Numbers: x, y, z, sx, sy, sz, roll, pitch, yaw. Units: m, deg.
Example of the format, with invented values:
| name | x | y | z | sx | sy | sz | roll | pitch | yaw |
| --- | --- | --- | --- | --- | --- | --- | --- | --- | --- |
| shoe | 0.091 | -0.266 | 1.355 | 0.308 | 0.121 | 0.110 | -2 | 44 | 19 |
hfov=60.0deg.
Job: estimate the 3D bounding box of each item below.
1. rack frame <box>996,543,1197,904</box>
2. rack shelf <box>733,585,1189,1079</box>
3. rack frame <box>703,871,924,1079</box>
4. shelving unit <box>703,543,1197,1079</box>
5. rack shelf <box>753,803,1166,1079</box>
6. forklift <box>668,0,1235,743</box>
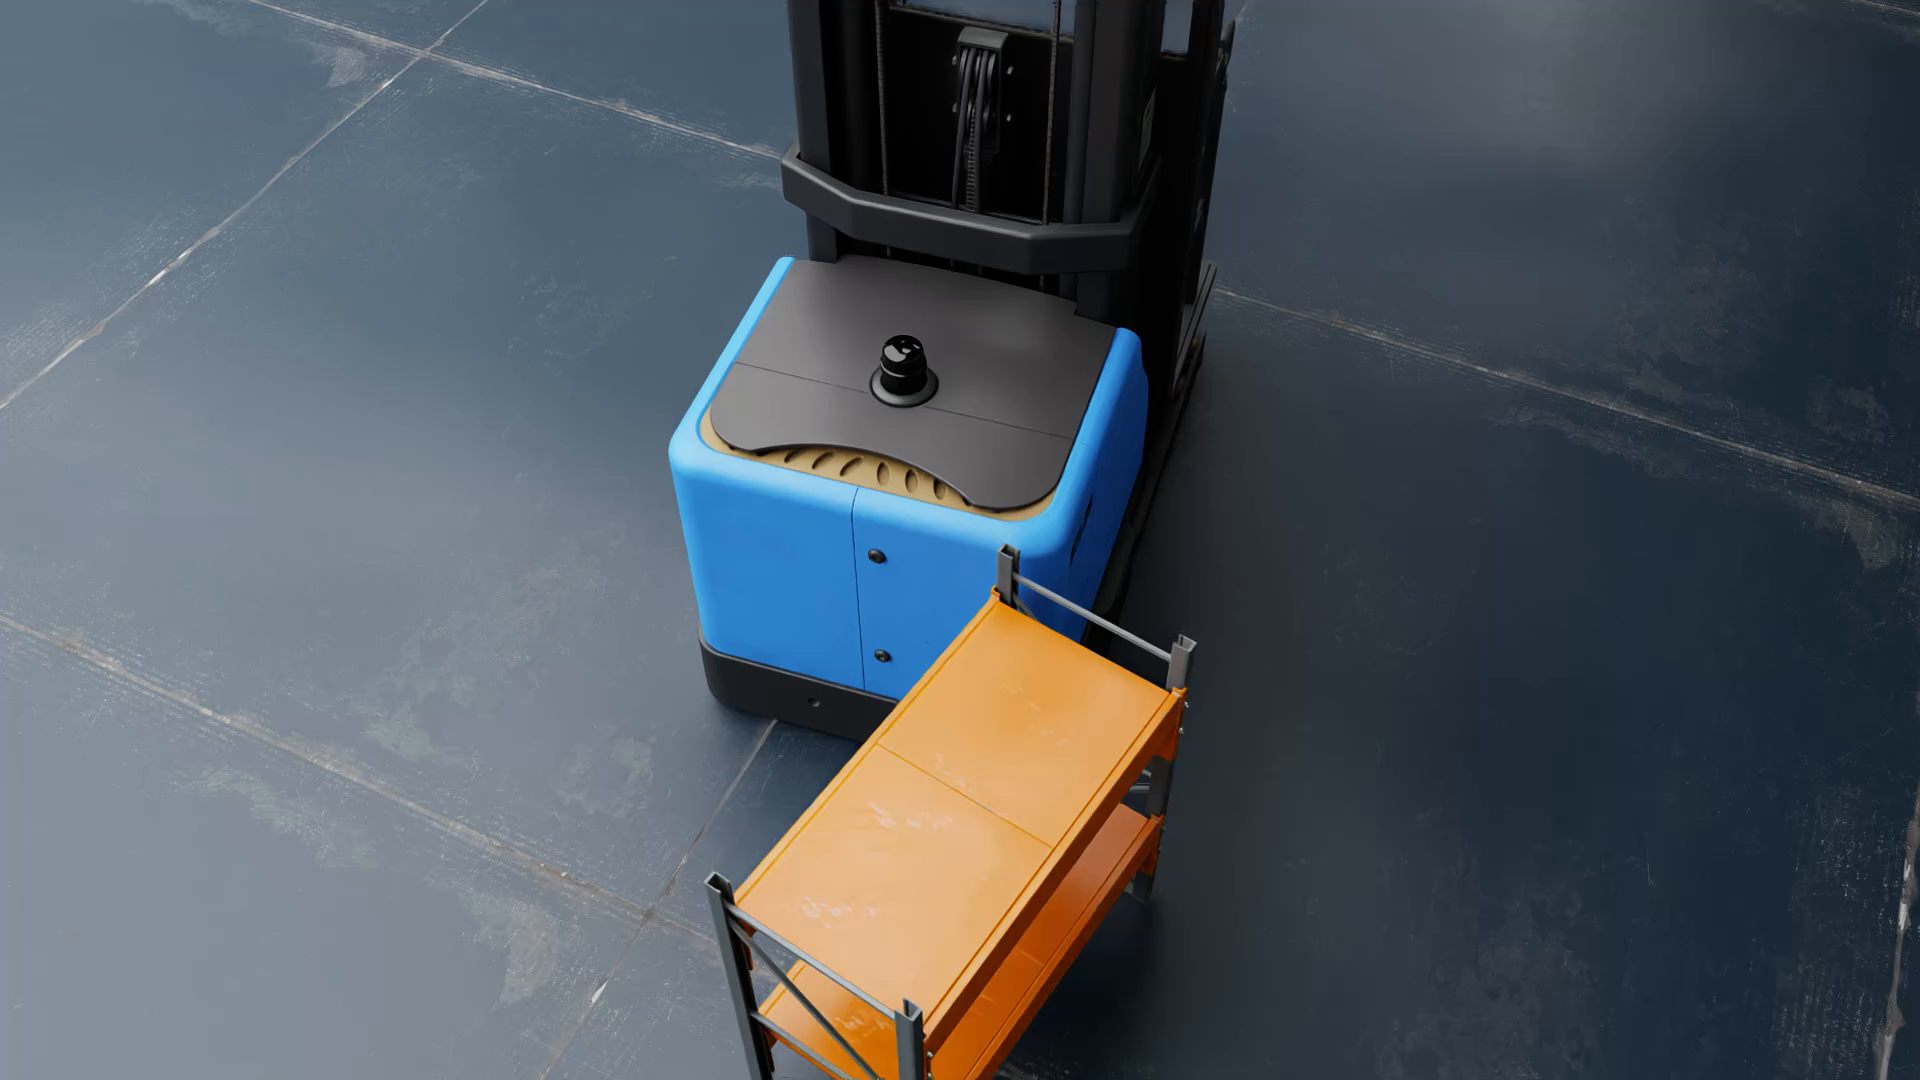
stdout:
| name | x | y | z | sx | sy | sz | roll | pitch | yaw |
| --- | --- | --- | --- | --- | --- | --- | --- | --- | --- |
| rack frame | 0.297 | 0.487 | 4.097 | 0.500 | 1.125 | 0.032 | 28 | 55 | 22 |
| rack shelf | 0.008 | 0.616 | 3.603 | 0.538 | 0.278 | 1.000 | 28 | 55 | 22 |
| rack frame | -0.282 | 1.124 | 3.555 | 0.500 | 1.125 | 0.032 | 28 | 55 | 22 |
| shelving unit | 0.008 | 0.805 | 3.826 | 0.538 | 1.125 | 1.048 | 28 | 55 | 22 |
| rack shelf | 0.008 | 0.964 | 4.012 | 0.538 | 0.278 | 1.000 | 28 | 55 | 22 |
| forklift | 0.202 | -1.430 | 4.542 | 1.130 | 2.935 | 3.031 | 14 | 51 | 11 |
